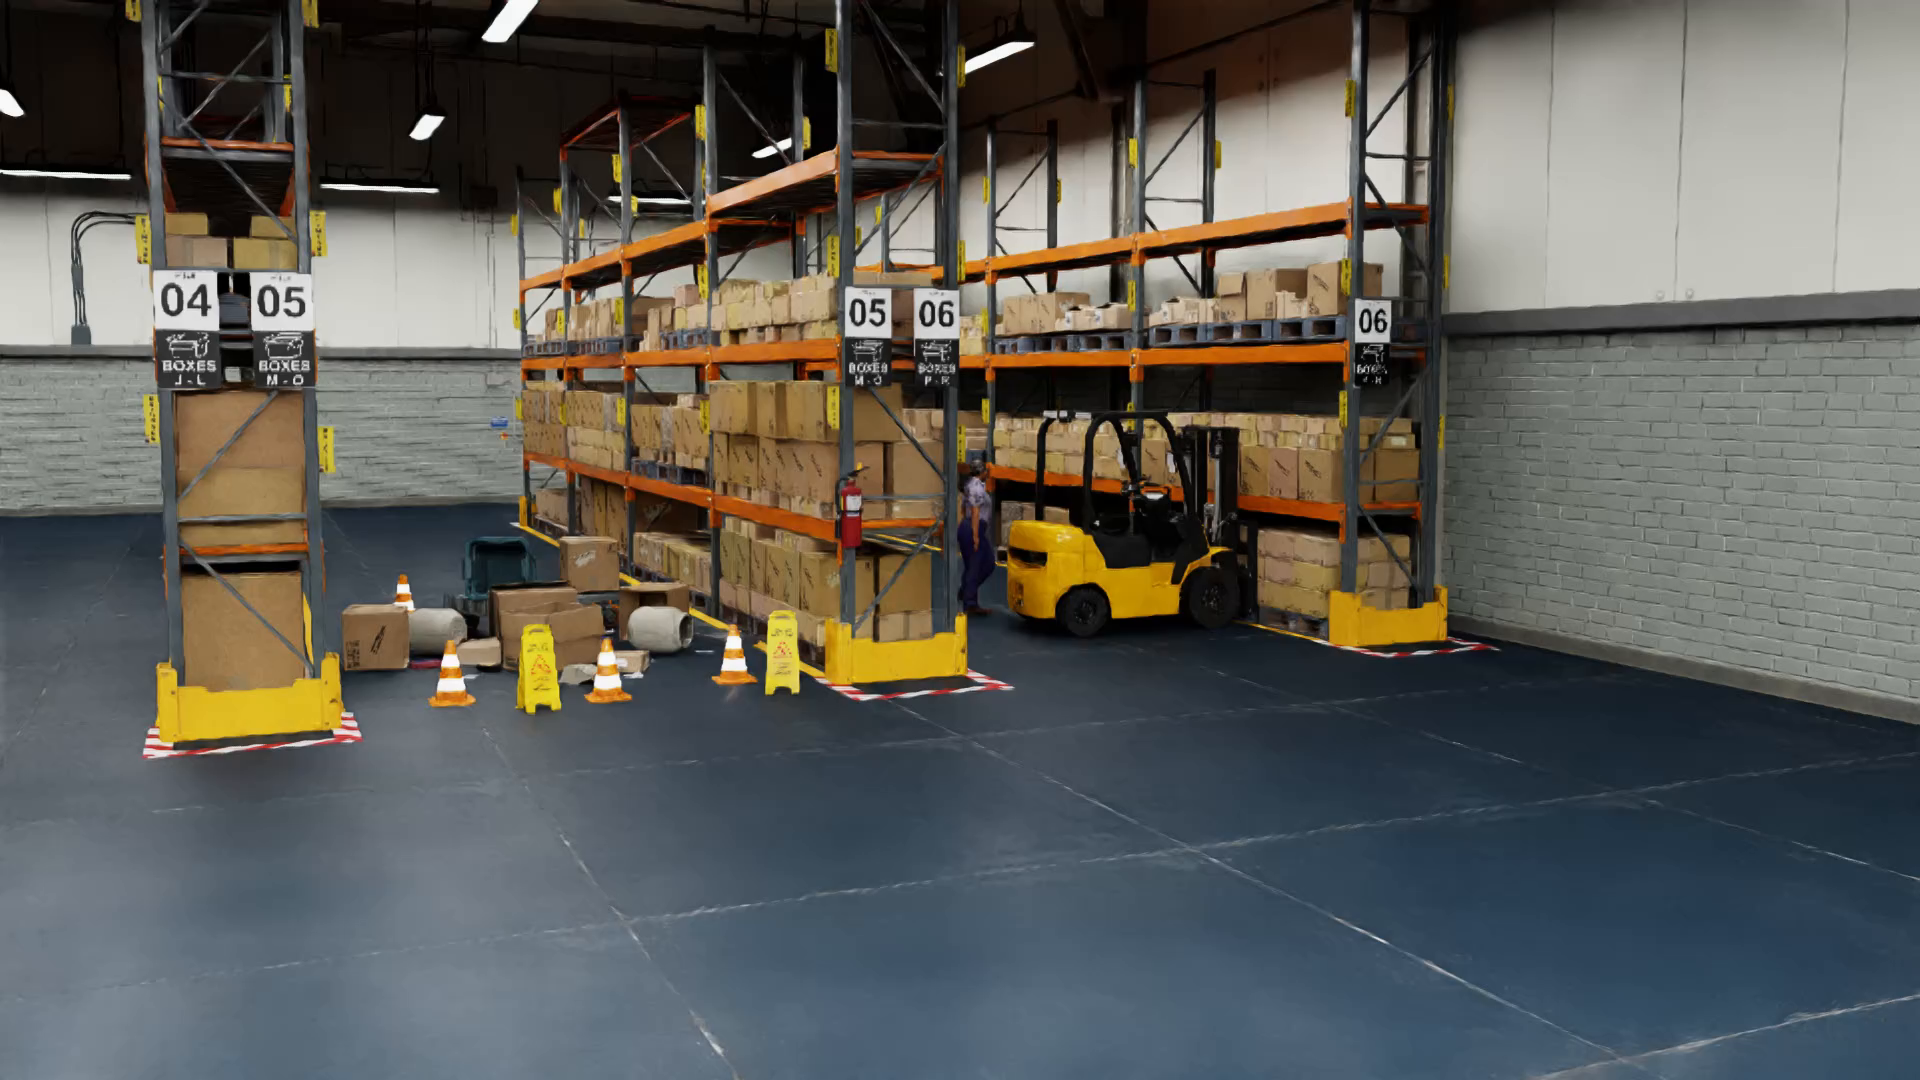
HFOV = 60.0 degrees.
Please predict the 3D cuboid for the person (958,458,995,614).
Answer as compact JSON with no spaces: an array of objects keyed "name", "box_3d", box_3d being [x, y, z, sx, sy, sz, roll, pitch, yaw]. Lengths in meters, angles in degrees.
[{"name":"person","box_3d":[0.169,-0.046,17.608,0.427,1.603,0.615,0,6,-4]}]
